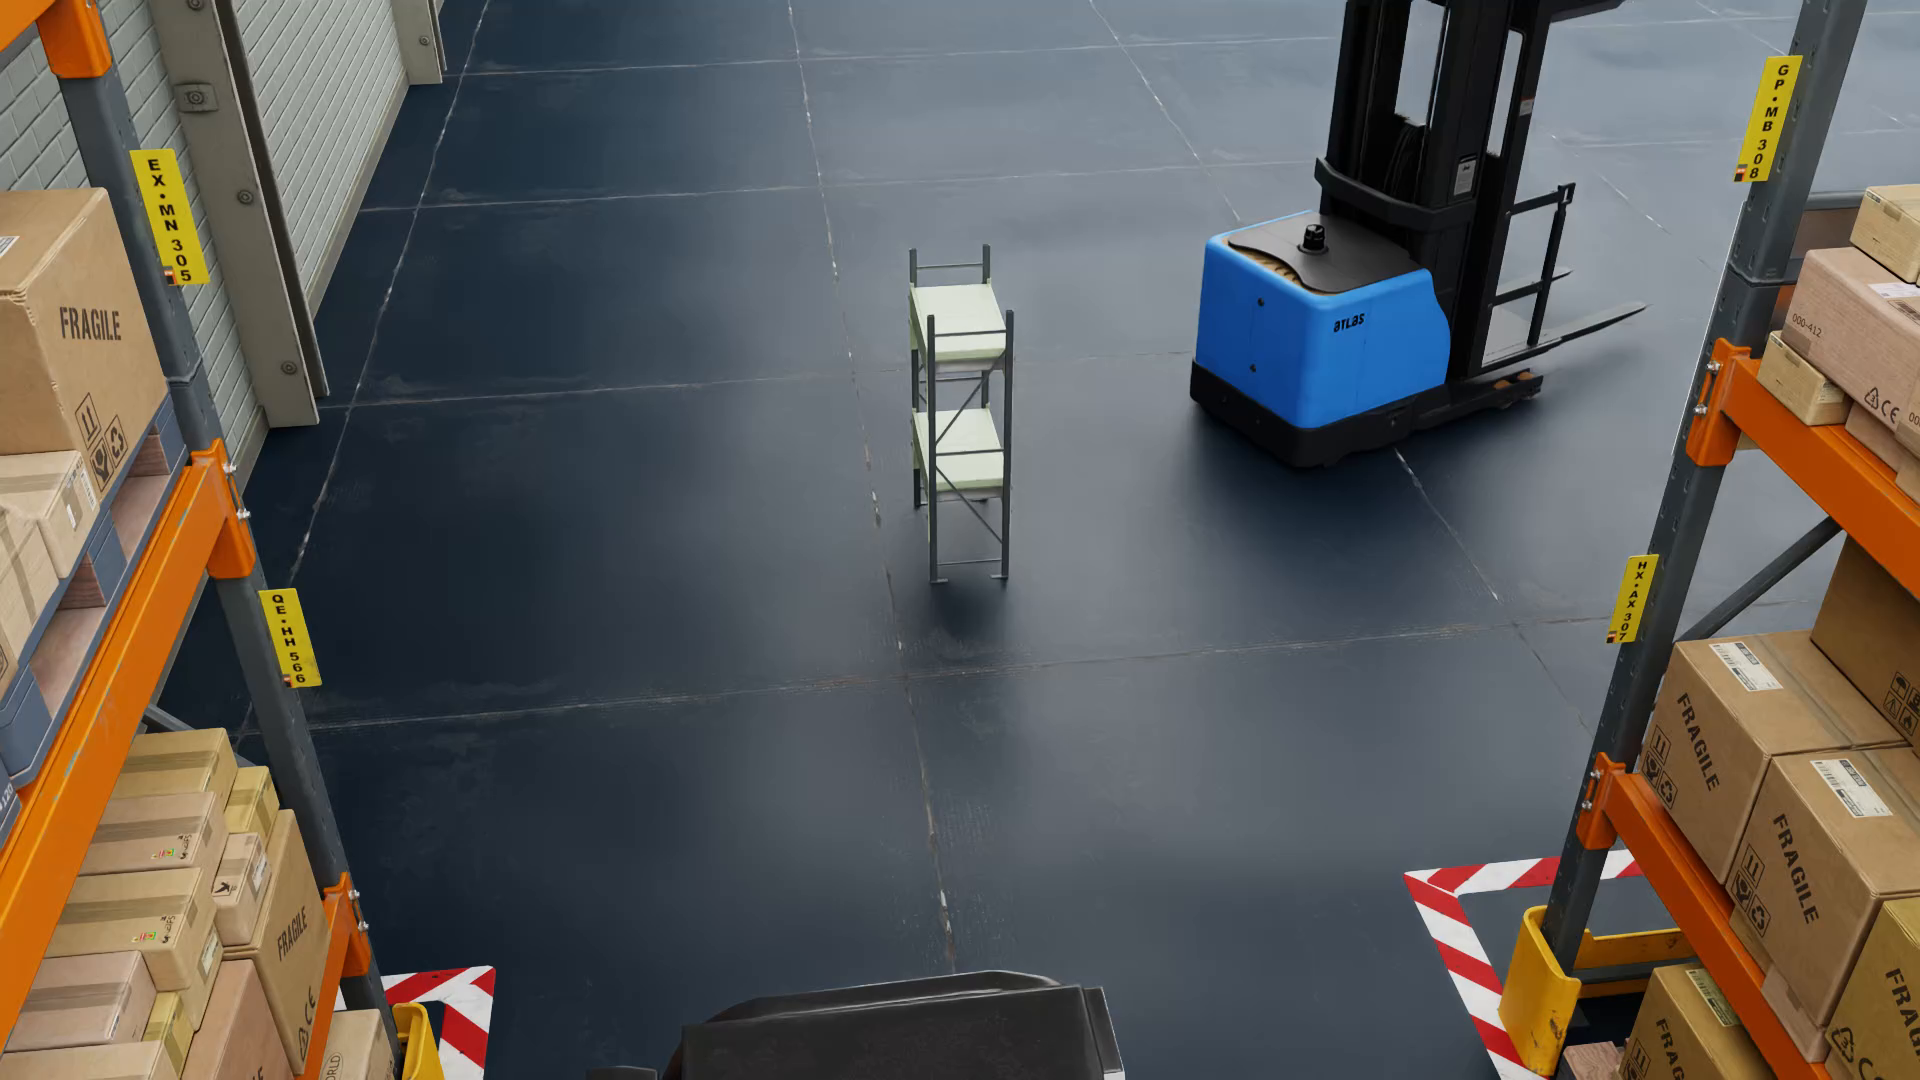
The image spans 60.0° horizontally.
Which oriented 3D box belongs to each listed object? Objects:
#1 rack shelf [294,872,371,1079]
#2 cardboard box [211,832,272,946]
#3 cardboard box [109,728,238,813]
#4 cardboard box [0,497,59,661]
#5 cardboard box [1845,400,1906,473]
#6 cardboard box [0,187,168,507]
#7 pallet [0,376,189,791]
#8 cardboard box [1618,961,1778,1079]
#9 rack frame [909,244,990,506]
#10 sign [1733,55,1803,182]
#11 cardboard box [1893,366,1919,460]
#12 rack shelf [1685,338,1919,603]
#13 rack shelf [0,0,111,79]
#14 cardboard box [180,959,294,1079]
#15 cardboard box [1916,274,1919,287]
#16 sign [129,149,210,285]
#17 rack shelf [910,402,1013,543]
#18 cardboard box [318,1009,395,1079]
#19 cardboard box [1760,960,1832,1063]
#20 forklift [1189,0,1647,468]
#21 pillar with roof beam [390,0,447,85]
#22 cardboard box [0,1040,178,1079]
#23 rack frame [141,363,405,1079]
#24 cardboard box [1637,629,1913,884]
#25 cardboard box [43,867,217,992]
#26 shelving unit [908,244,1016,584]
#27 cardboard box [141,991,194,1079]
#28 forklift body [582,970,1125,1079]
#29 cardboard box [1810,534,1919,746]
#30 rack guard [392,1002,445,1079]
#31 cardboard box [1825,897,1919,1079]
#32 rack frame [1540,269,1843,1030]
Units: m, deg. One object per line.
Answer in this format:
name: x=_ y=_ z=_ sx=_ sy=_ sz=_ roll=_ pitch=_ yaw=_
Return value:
rack shelf: x=-2.067 y=2.289 z=3.366 sx=1.077 sy=0.370 sz=4.000 roll=-4 pitch=35 yaw=-6
cardboard box: x=-1.948 y=0.879 z=4.132 sx=0.380 sy=0.149 sz=0.250 roll=-4 pitch=34 yaw=-6
cardboard box: x=-2.079 y=0.627 z=4.237 sx=0.380 sy=0.149 sz=0.250 roll=-4 pitch=35 yaw=-6
cardboard box: x=-1.890 y=0.058 z=2.996 sx=0.396 sy=0.266 sz=0.258 roll=-4 pitch=35 yaw=-6
cardboard box: x=2.429 y=-0.289 z=4.069 sx=0.380 sy=0.149 sz=0.250 roll=-5 pitch=35 yaw=-8
cardboard box: x=-2.035 y=-0.391 z=3.447 sx=0.500 sy=0.500 sz=0.500 roll=-3 pitch=34 yaw=-5
pallet: x=-2.267 y=0.069 z=3.400 sx=1.003 sy=0.211 sz=1.213 roll=-4 pitch=35 yaw=-6
cardboard box: x=2.420 y=1.635 z=5.090 sx=0.500 sy=0.500 sz=0.500 roll=-5 pitch=35 yaw=-8
rack frame: x=-0.050 y=-0.828 z=8.633 sx=0.400 sy=1.500 sz=0.023 roll=-4 pitch=35 yaw=-6
sign: x=2.044 y=-1.062 z=4.205 sx=0.100 sy=0.325 sz=0.005 roll=-4 pitch=35 yaw=-6
cardboard box: x=2.444 y=-0.220 z=3.615 sx=0.500 sy=0.250 sz=0.500 roll=-5 pitch=35 yaw=-7
rack shelf: x=2.851 y=0.672 z=3.076 sx=1.077 sy=0.370 sz=4.000 roll=-4 pitch=35 yaw=-6
rack shelf: x=-2.067 y=-0.025 z=1.789 sx=1.077 sy=0.370 sz=4.000 roll=-4 pitch=35 yaw=-6
cardboard box: x=-1.949 y=1.379 z=3.973 sx=0.500 sy=0.500 sz=0.500 roll=-3 pitch=34 yaw=-5
cardboard box: x=2.477 y=-0.614 z=3.839 sx=0.380 sy=0.149 sz=0.250 roll=-5 pitch=35 yaw=-7
sign: x=-1.797 y=-0.730 z=3.778 sx=0.100 sy=0.325 sz=0.005 roll=-4 pitch=35 yaw=-6
rack shelf: x=-0.001 y=-0.354 z=8.517 sx=0.431 sy=0.370 sz=0.720 roll=-4 pitch=35 yaw=-6
cardboard box: x=-1.965 y=1.659 z=4.833 sx=0.500 sy=0.250 sz=0.500 roll=-3 pitch=34 yaw=-5
cardboard box: x=2.414 y=1.246 z=4.481 sx=0.380 sy=0.149 sz=0.250 roll=-4 pitch=34 yaw=-6
forklift: x=2.889 y=-2.226 z=9.414 sx=3.031 sy=2.935 sz=1.130 roll=-19 pitch=39 yaw=-26
pillar with roof beam: x=-0.484 y=-8.169 z=12.746 sx=9.100 sy=9.000 sz=0.400 roll=-4 pitch=35 yaw=-6
cardboard box: x=-1.848 y=1.188 z=3.414 sx=0.380 sy=0.149 sz=0.250 roll=-4 pitch=34 yaw=-5
rack frame: x=-2.336 y=0.876 z=4.801 sx=1.000 sy=3.000 sz=0.127 roll=-4 pitch=35 yaw=-6
cardboard box: x=2.371 y=0.619 z=4.825 sx=0.500 sy=0.500 sz=0.500 roll=-5 pitch=35 yaw=-7
cardboard box: x=-1.953 y=0.907 z=3.827 sx=0.380 sy=0.149 sz=0.250 roll=-4 pitch=34 yaw=-5
shelving unit: x=-0.001 y=-0.623 z=8.333 sx=0.431 sy=1.500 sz=0.755 roll=-4 pitch=35 yaw=-6
cardboard box: x=-1.952 y=1.168 z=3.708 sx=0.380 sy=0.149 sz=0.250 roll=-5 pitch=35 yaw=-7
forklift body: x=-0.273 y=2.147 z=3.690 sx=2.313 sy=2.155 sz=1.214 roll=-4 pitch=35 yaw=-6
cardboard box: x=2.867 y=0.189 z=4.568 sx=0.700 sy=0.500 sz=0.500 roll=-5 pitch=35 yaw=-8
rack guard: x=-2.339 y=1.895 z=5.525 sx=1.175 sy=0.500 sz=0.348 roll=-4 pitch=35 yaw=-6
cardboard box: x=2.513 y=1.192 z=3.985 sx=0.500 sy=0.500 sz=0.500 roll=-5 pitch=35 yaw=-7
rack frame: x=2.582 y=0.498 z=5.356 sx=1.000 sy=3.000 sz=0.127 roll=-4 pitch=35 yaw=-6
